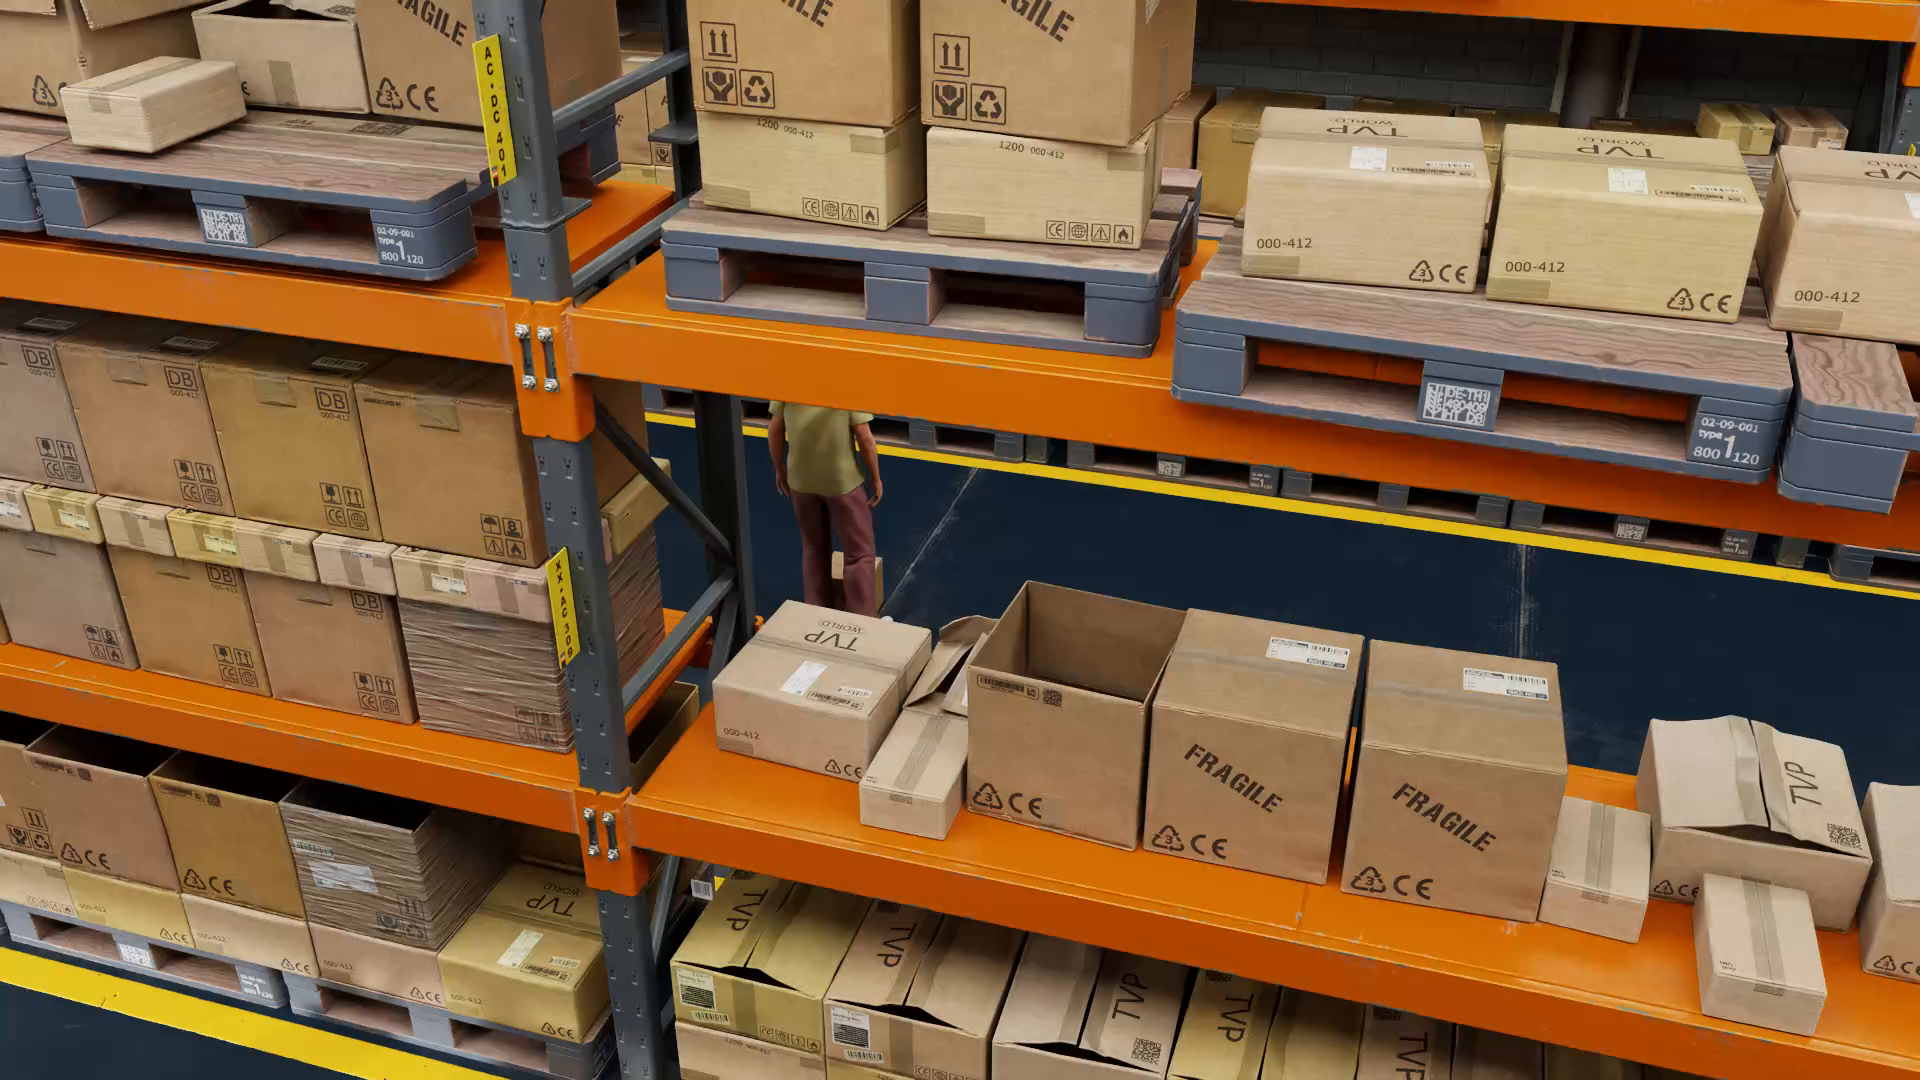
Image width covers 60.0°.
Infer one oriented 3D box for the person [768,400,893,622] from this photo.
[{"bbox_3d":[-0.591,-0.280,7.573,0.515,1.673,0.407,7,30,13],"label":"person"}]
